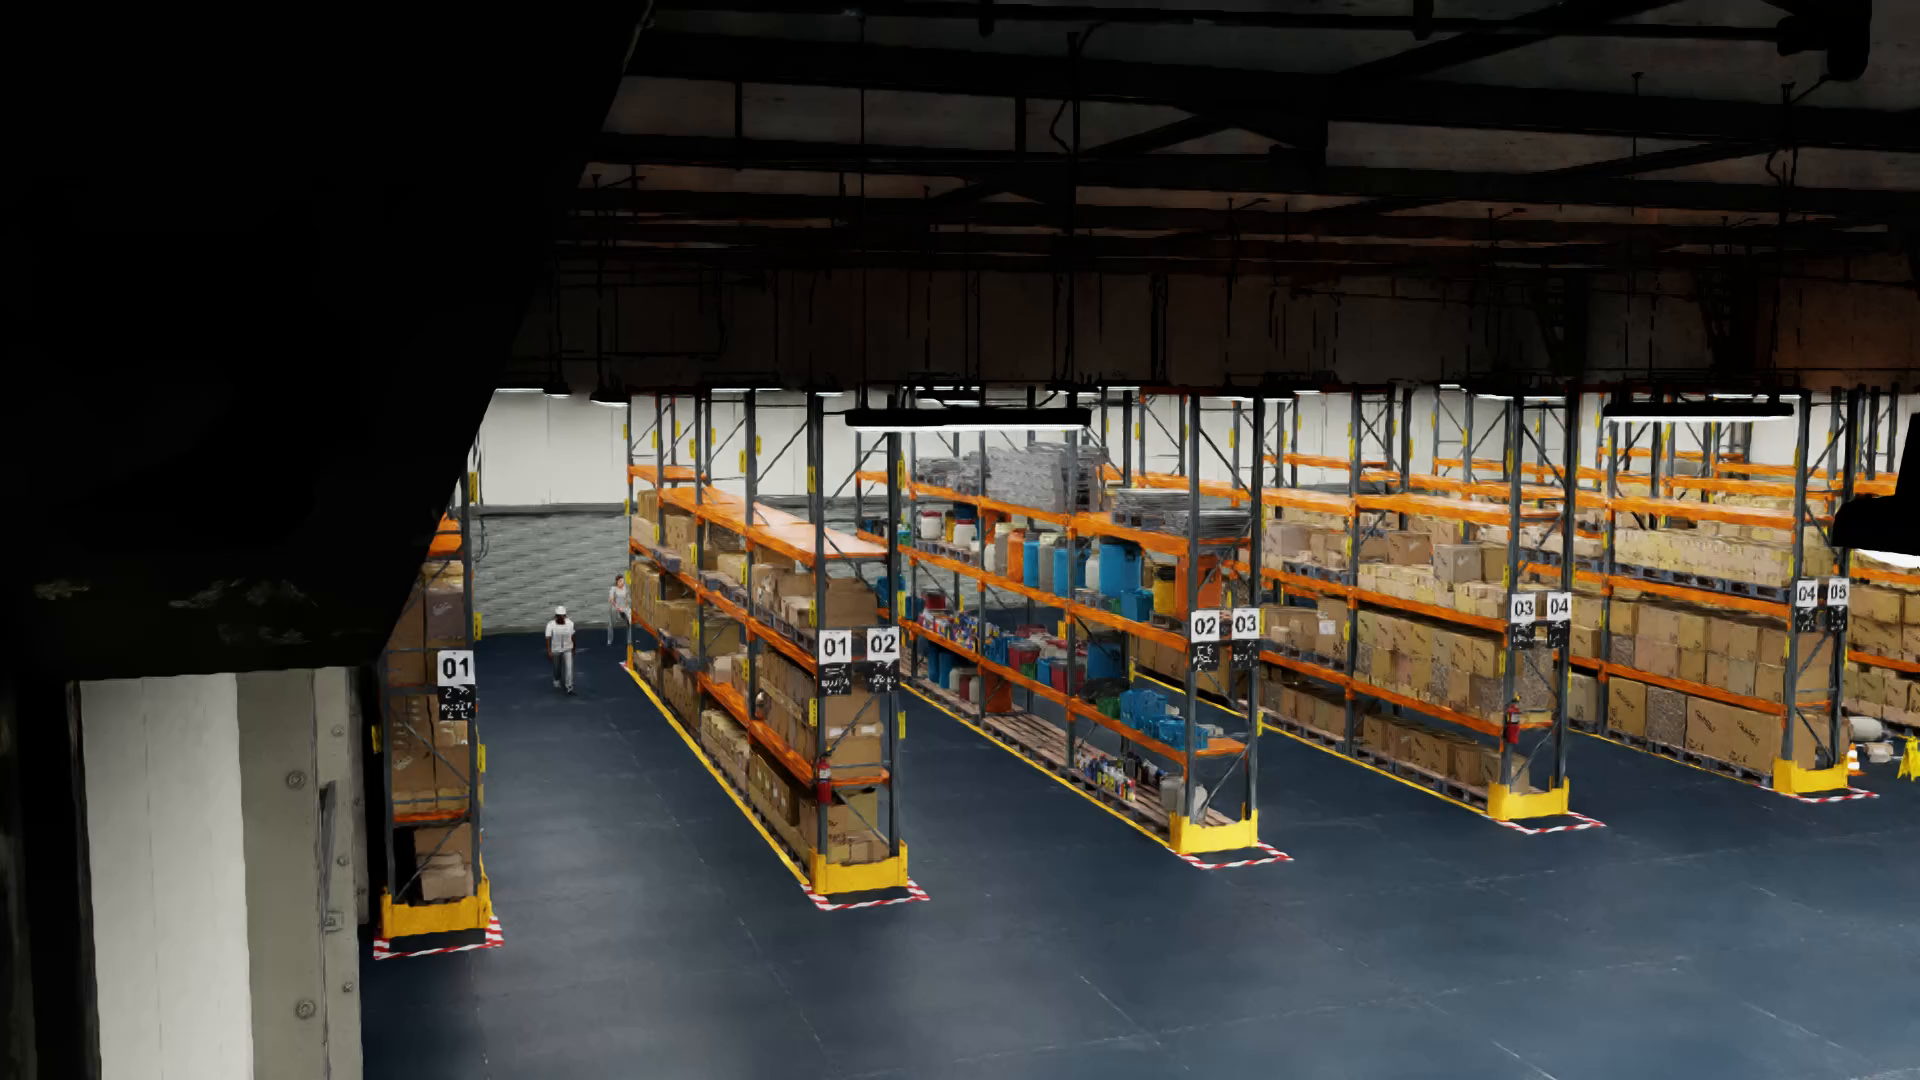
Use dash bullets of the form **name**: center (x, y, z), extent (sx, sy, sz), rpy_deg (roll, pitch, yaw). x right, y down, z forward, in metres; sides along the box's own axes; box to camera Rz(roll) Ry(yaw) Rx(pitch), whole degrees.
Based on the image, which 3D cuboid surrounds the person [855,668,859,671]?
- **person**: center (-1.768, 2.747, 27.216), extent (0.411, 1.534, 0.956), rpy_deg (-3, 7, -28)

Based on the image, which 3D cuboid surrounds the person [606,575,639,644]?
- **person**: center (-7.810, 1.588, 38.142), extent (0.588, 1.620, 0.751), rpy_deg (-5, 8, -40)

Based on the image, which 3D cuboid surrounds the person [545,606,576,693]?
- **person**: center (-7.808, 2.124, 32.528), extent (0.577, 1.691, 1.121), rpy_deg (-2, 6, -17)
